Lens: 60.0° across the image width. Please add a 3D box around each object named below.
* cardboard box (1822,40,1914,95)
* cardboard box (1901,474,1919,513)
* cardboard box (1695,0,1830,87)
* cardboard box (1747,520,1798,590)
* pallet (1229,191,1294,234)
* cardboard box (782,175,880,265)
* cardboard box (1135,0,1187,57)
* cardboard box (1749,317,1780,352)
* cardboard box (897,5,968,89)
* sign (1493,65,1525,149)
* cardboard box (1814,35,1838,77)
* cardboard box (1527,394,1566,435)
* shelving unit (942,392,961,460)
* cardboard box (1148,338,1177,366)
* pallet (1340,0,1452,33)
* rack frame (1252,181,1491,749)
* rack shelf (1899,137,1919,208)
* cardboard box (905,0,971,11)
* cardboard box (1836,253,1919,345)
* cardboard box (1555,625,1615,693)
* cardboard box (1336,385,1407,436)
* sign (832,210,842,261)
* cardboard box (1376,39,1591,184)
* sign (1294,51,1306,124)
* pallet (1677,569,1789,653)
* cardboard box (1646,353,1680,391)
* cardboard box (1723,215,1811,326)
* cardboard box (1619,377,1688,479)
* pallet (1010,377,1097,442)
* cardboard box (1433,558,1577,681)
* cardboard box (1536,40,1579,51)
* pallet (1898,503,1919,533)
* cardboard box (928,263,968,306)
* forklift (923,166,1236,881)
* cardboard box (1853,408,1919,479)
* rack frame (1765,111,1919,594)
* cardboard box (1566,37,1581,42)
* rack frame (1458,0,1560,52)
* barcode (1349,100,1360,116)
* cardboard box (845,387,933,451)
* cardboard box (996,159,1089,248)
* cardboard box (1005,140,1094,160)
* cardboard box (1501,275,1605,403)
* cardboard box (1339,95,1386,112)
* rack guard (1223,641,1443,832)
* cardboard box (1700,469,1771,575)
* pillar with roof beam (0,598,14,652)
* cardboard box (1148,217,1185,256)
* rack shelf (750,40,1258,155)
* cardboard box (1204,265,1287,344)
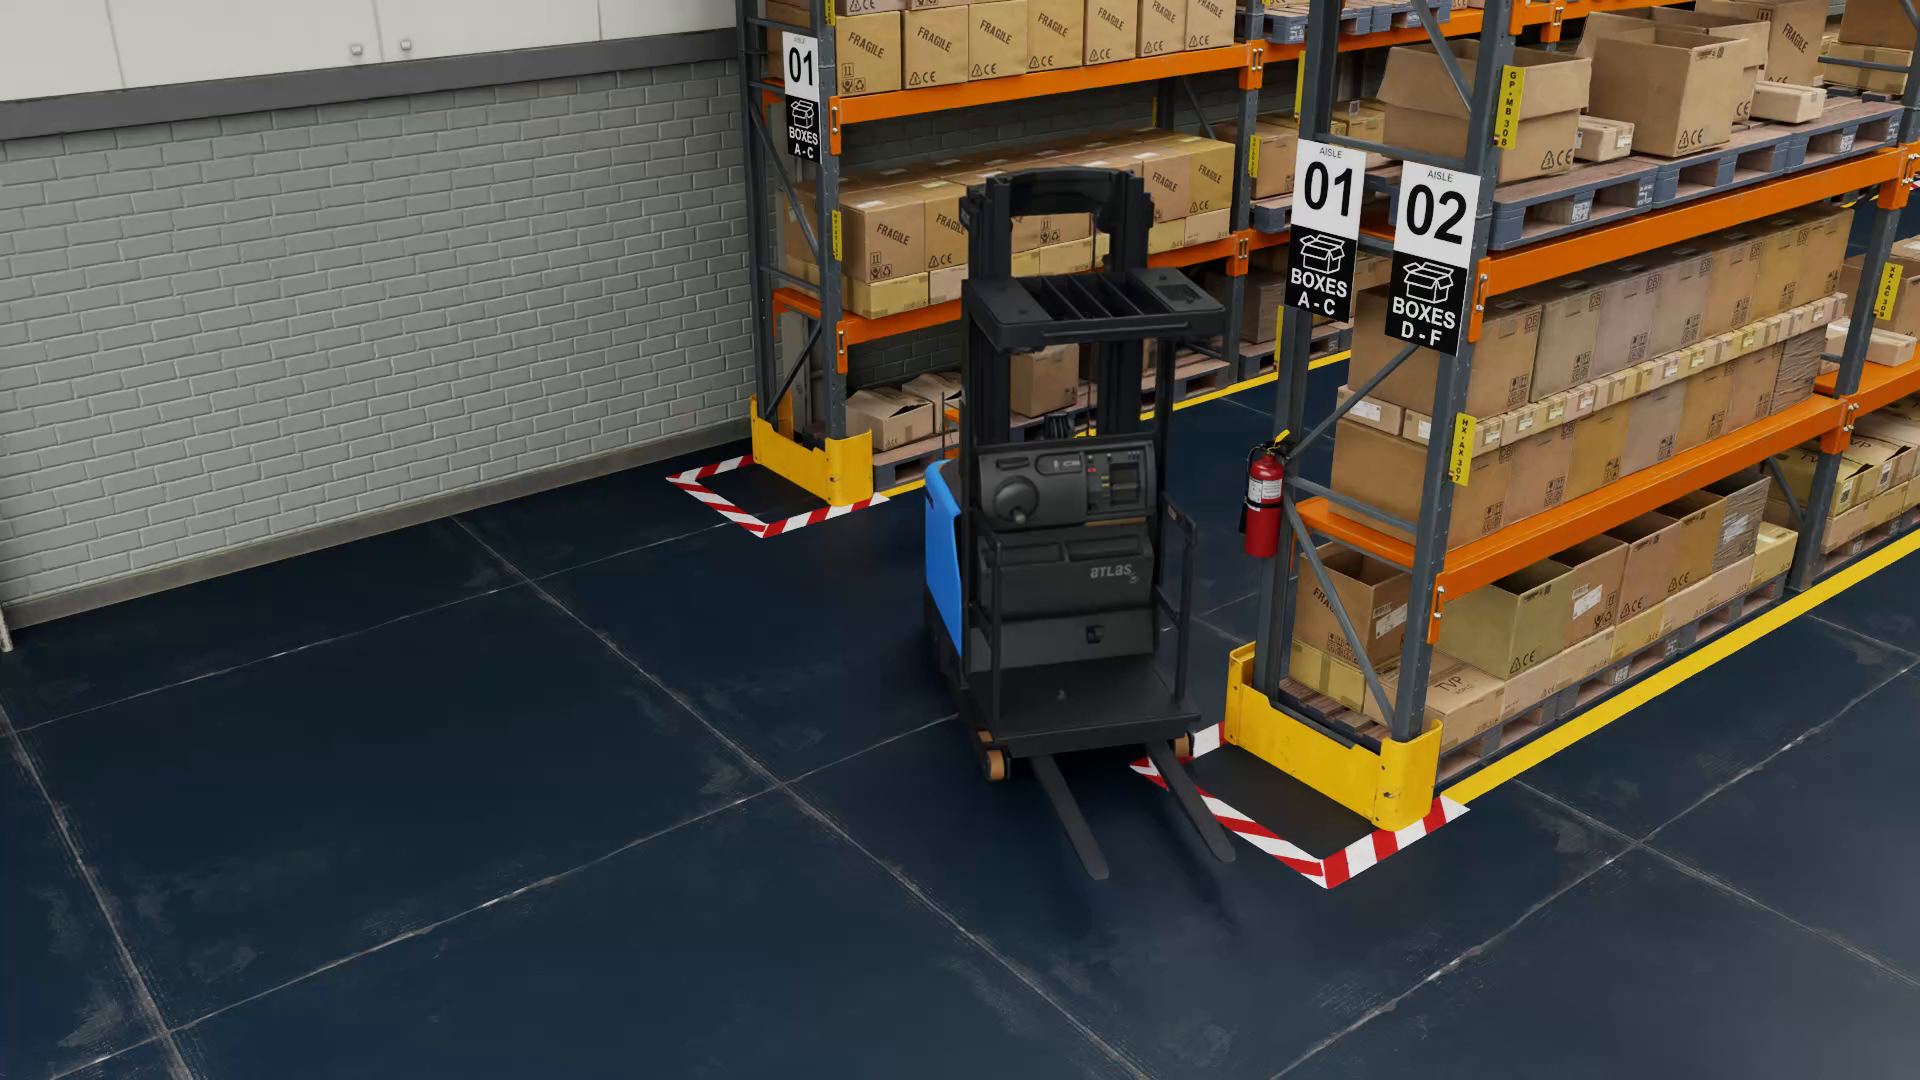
[{"bbox_3d":[5.547,-2.841,9.924,0.500,0.250,0.500,-15,29,-29],"label":"cardboard box"},{"bbox_3d":[6.336,-0.435,11.391,0.500,0.250,0.500,-19,31,-36],"label":"cardboard box"},{"bbox_3d":[4.497,-2.817,9.410,0.500,0.500,0.500,-15,29,-30],"label":"cardboard box"},{"bbox_3d":[4.826,0.049,10.349,0.500,0.250,0.500,-18,31,-34],"label":"cardboard box"},{"bbox_3d":[2.688,-2.904,14.172,1.213,0.211,1.003,-18,31,-34],"label":"pallet"},{"bbox_3d":[-0.911,-2.276,11.854,0.500,0.500,0.500,-19,31,-35],"label":"cardboard box"},{"bbox_3d":[1.346,-3.916,12.418,0.500,0.500,0.500,-21,32,-38],"label":"cardboard box"},{"bbox_3d":[4.368,-1.198,9.379,0.250,0.149,0.380,-18,31,-34],"label":"cardboard box"},{"bbox_3d":[-0.289,-3.349,11.196,0.500,0.500,0.500,-16,29,-31],"label":"cardboard box"},{"bbox_3d":[2.246,-1.769,6.804,0.005,0.325,0.100,-18,31,-34],"label":"sign"},{"bbox_3d":[9.307,-5.378,18.919,0.700,0.700,0.980,-19,31,-35],"label":"cardboard box"},{"bbox_3d":[2.754,-0.666,8.232,0.250,0.149,0.380,-18,30,-34],"label":"cardboard box"},{"bbox_3d":[0.042,-0.490,11.059,0.252,1.050,0.215,-18,31,-34],"label":"shelving unit"},{"bbox_3d":[1.594,-1.606,13.991,0.380,0.166,0.250,22,33,39],"label":"cardboard box"},{"bbox_3d":[3.362,-4.512,14.068,1.003,0.211,1.213,-18,31,-34],"label":"pallet"},{"bbox_3d":[1.909,-0.162,8.035,0.127,3.000,1.000,-18,31,-34],"label":"rack frame"},{"bbox_3d":[6.630,-2.755,10.914,4.000,0.370,1.077,-18,31,-34],"label":"rack shelf"},{"bbox_3d":[-0.272,-3.804,10.989,0.500,0.500,0.500,-19,31,-35],"label":"cardboard box"},{"bbox_3d":[6.085,-1.577,10.966,0.500,0.500,0.500,-16,29,-30],"label":"cardboard box"},{"bbox_3d":[3.253,0.568,9.229,0.500,0.250,0.500,-18,31,-34],"label":"cardboard box"},{"bbox_3d":[2.092,-0.664,8.228,0.250,0.149,0.380,-19,31,-35],"label":"cardboard box"},{"bbox_3d":[-0.816,-2.015,11.000,0.005,0.325,0.100,-18,31,-34],"label":"sign"},{"bbox_3d":[2.363,-1.971,7.583,0.637,0.503,0.797,-16,29,-31],"label":"cardboard box"},{"bbox_3d":[1.585,-2.071,7.629,0.005,0.325,0.100,-18,31,-34],"label":"sign"},{"bbox_3d":[4.405,0.257,10.446,1.213,0.211,1.003,-18,31,-34],"label":"pallet"},{"bbox_3d":[3.560,-0.931,8.804,0.250,0.149,0.380,-18,30,-34],"label":"cardboard box"},{"bbox_3d":[4.314,-1.586,9.444,0.500,0.500,0.700,-18,31,-34],"label":"cardboard box"},{"bbox_3d":[3.500,-0.727,9.135,0.500,0.500,0.700,-17,30,-33],"label":"cardboard box"},{"bbox_3d":[0.529,-1.071,13.307,1.213,0.211,1.003,-18,31,-34],"label":"pallet"},{"bbox_3d":[2.860,0.359,8.791,0.500,0.500,0.500,-18,31,-34],"label":"cardboard box"},{"bbox_3d":[6.157,-4.879,16.812,0.500,0.250,0.500,-19,31,-35],"label":"cardboard box"},{"bbox_3d":[6.573,-0.459,11.988,1.213,0.211,1.003,-18,31,-34],"label":"pallet"},{"bbox_3d":[-0.171,-1.904,11.944,0.500,0.250,0.500,-19,31,-36],"label":"cardboard box"},{"bbox_3d":[0.602,-0.259,8.326,1.130,2.935,3.031,-5,25,-11],"label":"forklift"},{"bbox_3d":[6.339,-0.686,11.267,0.500,0.311,0.500,-19,31,-36],"label":"cardboard box"},{"bbox_3d":[5.056,-1.201,10.274,0.127,3.000,1.000,-18,31,-34],"label":"rack frame"},{"bbox_3d":[6.557,-5.011,17.098,0.500,0.250,0.500,-19,31,-35],"label":"cardboard box"},{"bbox_3d":[5.144,-3.880,16.047,0.127,3.000,1.000,-18,31,-34],"label":"rack frame"},{"bbox_3d":[1.848,-2.024,7.795,0.075,0.075,0.001,-18,31,-34],"label":"barcode"},{"bbox_3d":[-0.551,-0.932,12.366,0.500,0.311,0.500,-23,33,-40],"label":"cardboard box"},{"bbox_3d":[0.614,-2.503,12.343,0.500,0.500,0.500,-17,30,-32],"label":"cardboard box"},{"bbox_3d":[0.693,-2.808,13.002,0.500,0.500,0.500,-17,30,-33],"label":"cardboard box"},{"bbox_3d":[2.736,-1.065,8.321,0.500,0.500,0.700,-19,31,-35],"label":"cardboard box"},{"bbox_3d":[3.814,-3.668,14.950,0.500,0.500,0.700,-18,31,-34],"label":"cardboard box"},{"bbox_3d":[1.890,0.978,8.548,0.348,0.500,1.175,-18,31,-34],"label":"rack guard"},{"bbox_3d":[4.426,-0.165,9.920,0.500,0.500,0.500,-18,31,-34],"label":"cardboard box"},{"bbox_3d":[-3.199,-2.007,4.884,0.400,9.000,9.100,-18,31,-34],"label":"pillar with roof beam"},{"bbox_3d":[1.414,-2.432,13.081,0.500,0.250,0.500,-18,30,-34],"label":"cardboard box"},{"bbox_3d":[0.423,-3.356,12.209,4.000,0.370,1.077,-18,31,-34],"label":"rack shelf"},{"bbox_3d":[2.566,-2.103,14.666,0.500,0.500,0.700,-17,30,-32],"label":"cardboard box"}]
